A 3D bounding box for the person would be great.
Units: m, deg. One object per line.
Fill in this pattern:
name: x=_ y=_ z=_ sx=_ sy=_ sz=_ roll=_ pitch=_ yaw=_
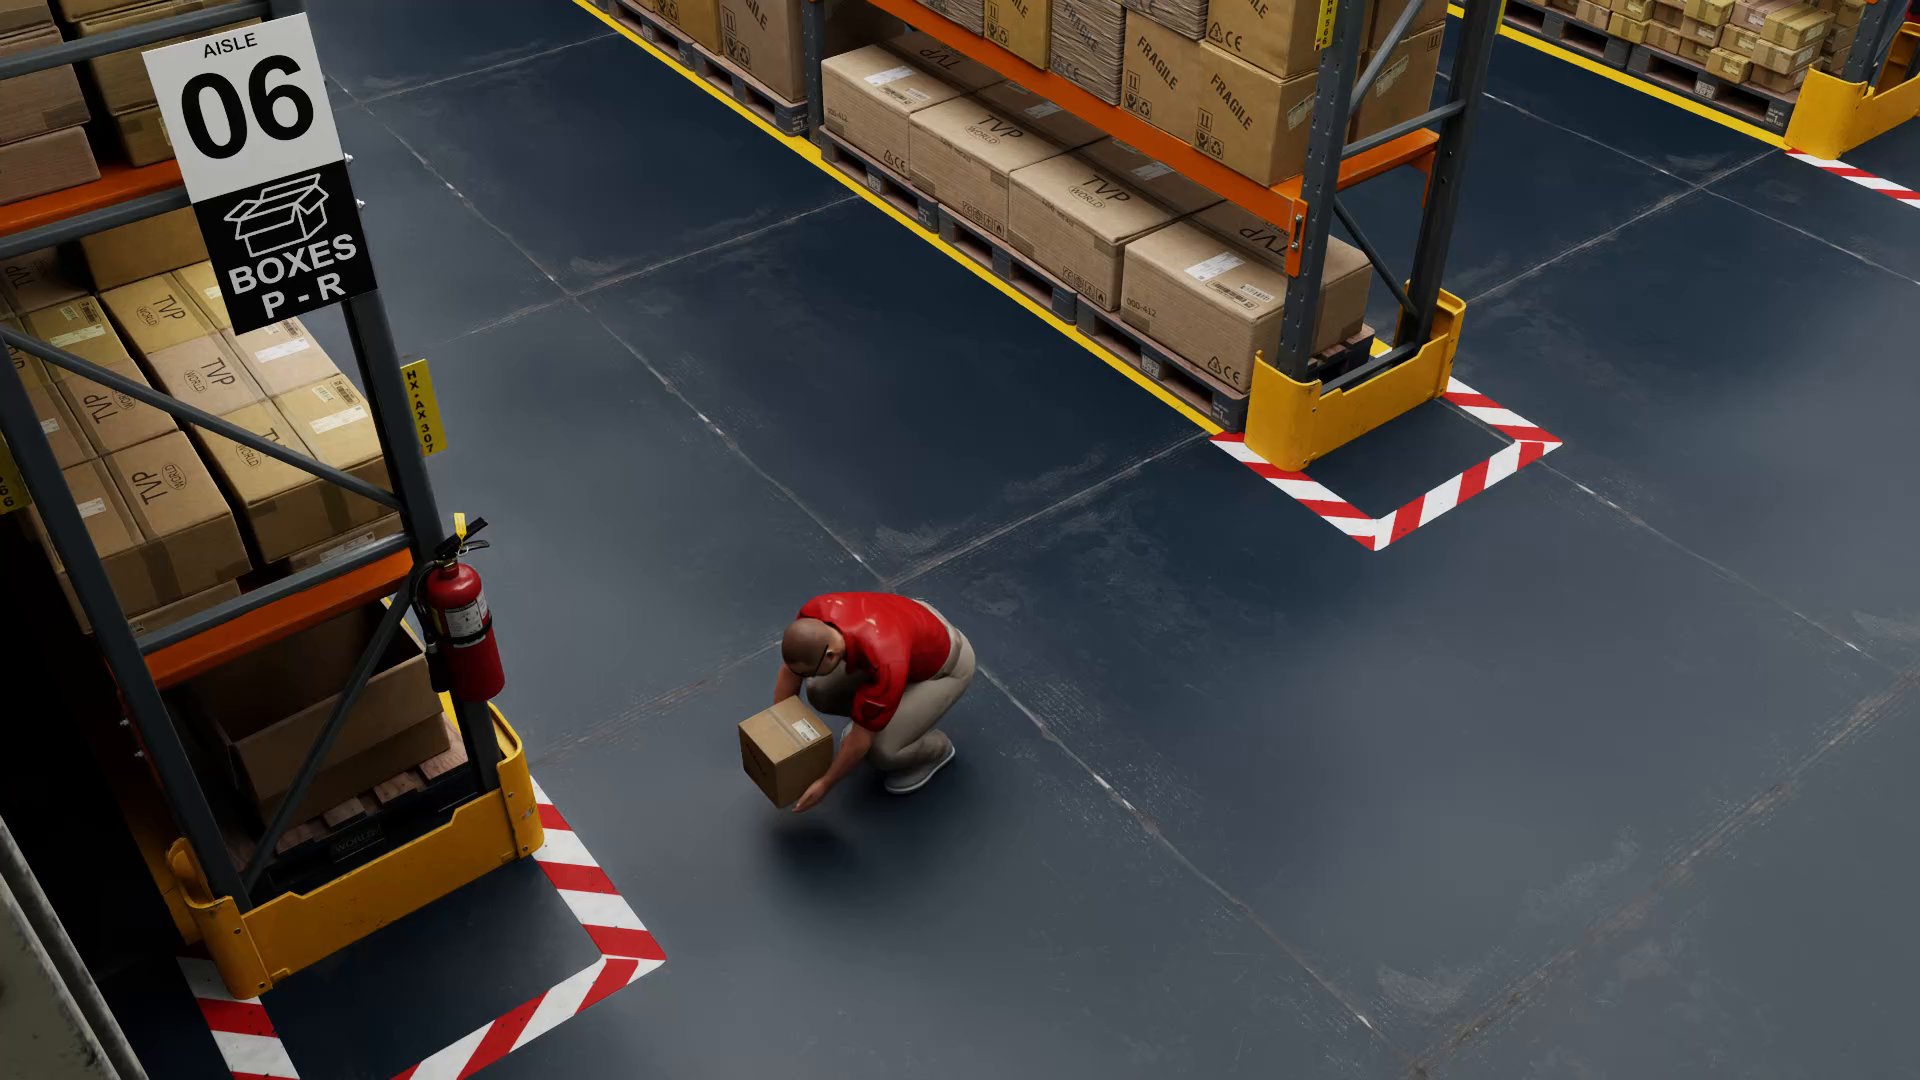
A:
person: x=-0.341 y=0.527 z=6.138 sx=0.884 sy=0.972 sz=0.567 roll=-26 pitch=47 yaw=-28
